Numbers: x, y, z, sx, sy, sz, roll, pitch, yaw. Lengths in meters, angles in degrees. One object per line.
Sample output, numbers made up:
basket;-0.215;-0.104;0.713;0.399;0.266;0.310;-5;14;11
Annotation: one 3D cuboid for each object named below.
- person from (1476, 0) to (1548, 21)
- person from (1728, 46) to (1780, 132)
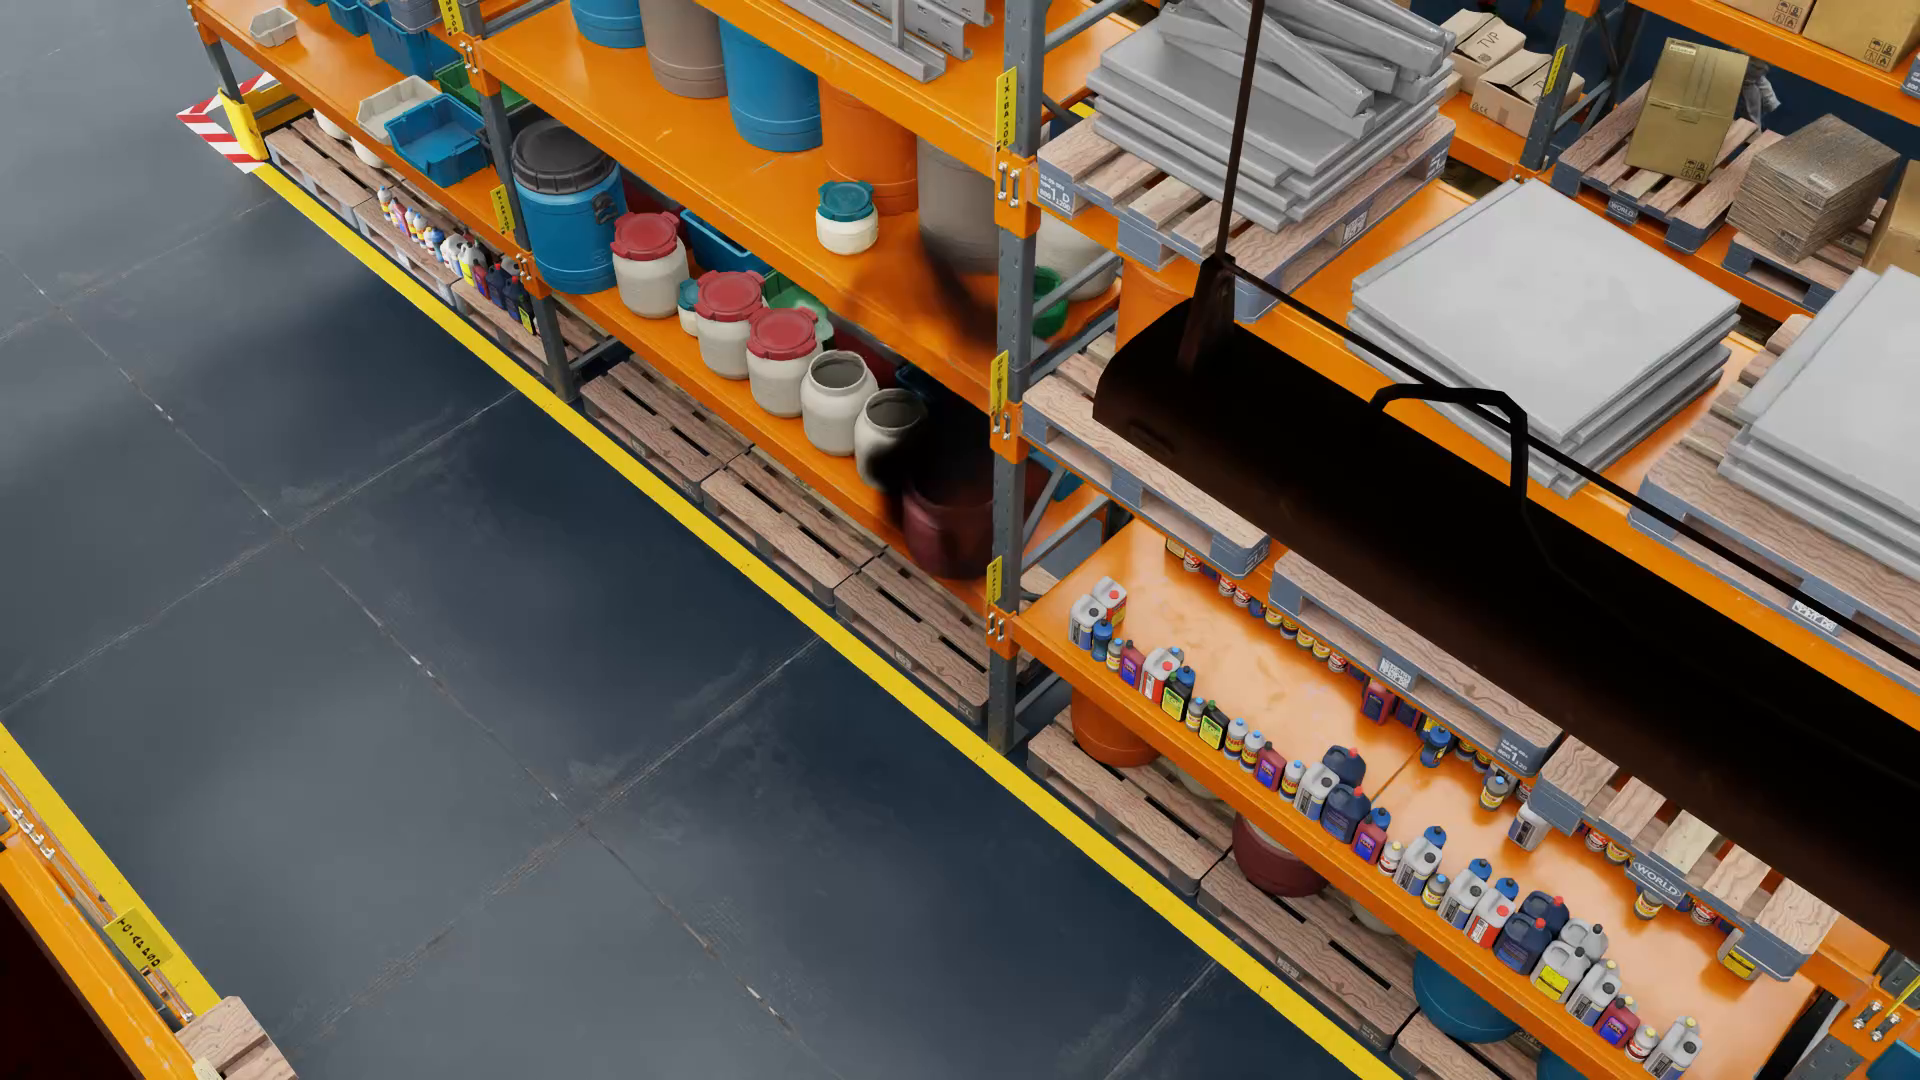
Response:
person;4.397;-4.901;13.442;1.016;1.519;0.671;10;51;8
person;6.036;-3.786;12.420;0.565;1.740;0.663;25;54;19
